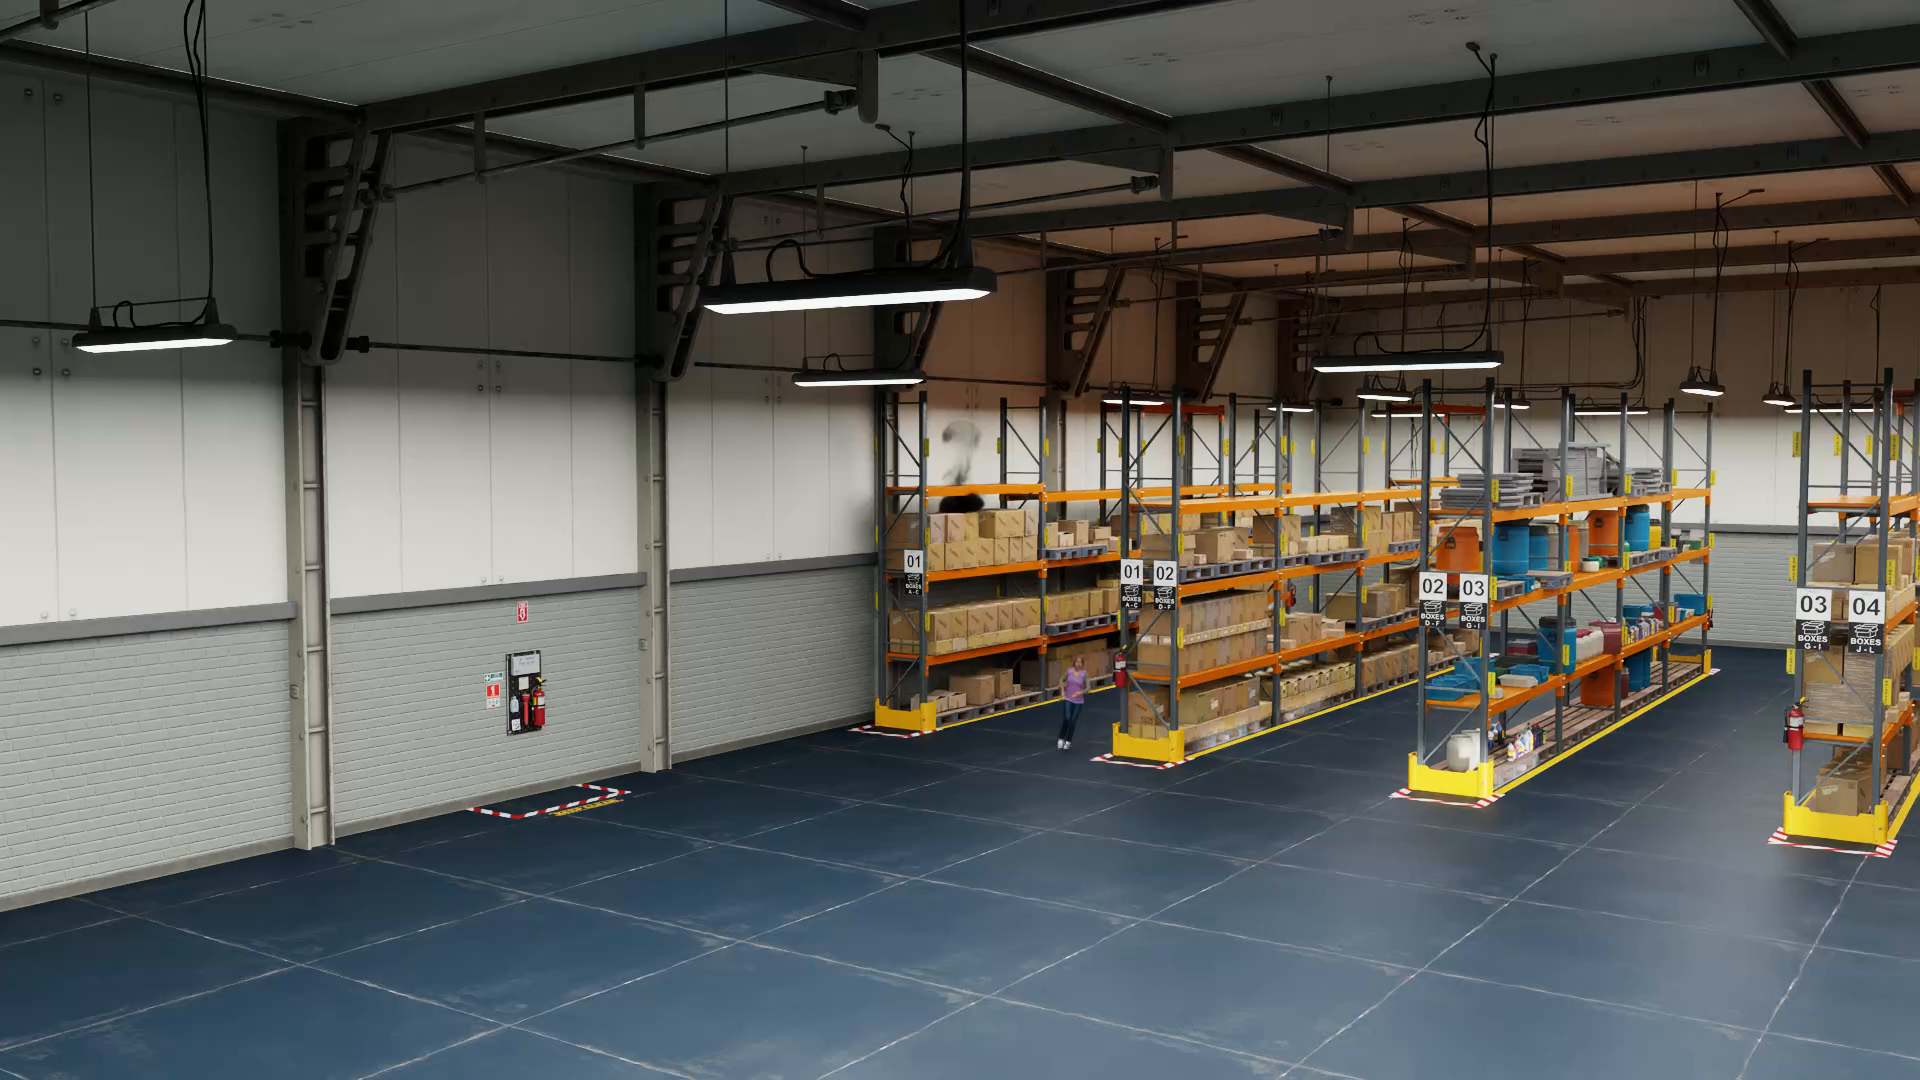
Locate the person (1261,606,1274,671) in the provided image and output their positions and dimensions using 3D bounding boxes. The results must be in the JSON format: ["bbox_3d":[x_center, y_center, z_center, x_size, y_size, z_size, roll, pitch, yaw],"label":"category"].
[{"bbox_3d":[6.565,2.224,35.403,0.586,1.621,0.583,2,4,30],"label":"person"}]

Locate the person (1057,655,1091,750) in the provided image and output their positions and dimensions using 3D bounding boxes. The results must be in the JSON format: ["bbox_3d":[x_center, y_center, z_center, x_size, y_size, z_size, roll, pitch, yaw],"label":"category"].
[{"bbox_3d":[1.884,2.696,27.525,0.551,1.555,0.587,0,3,4],"label":"person"}]
